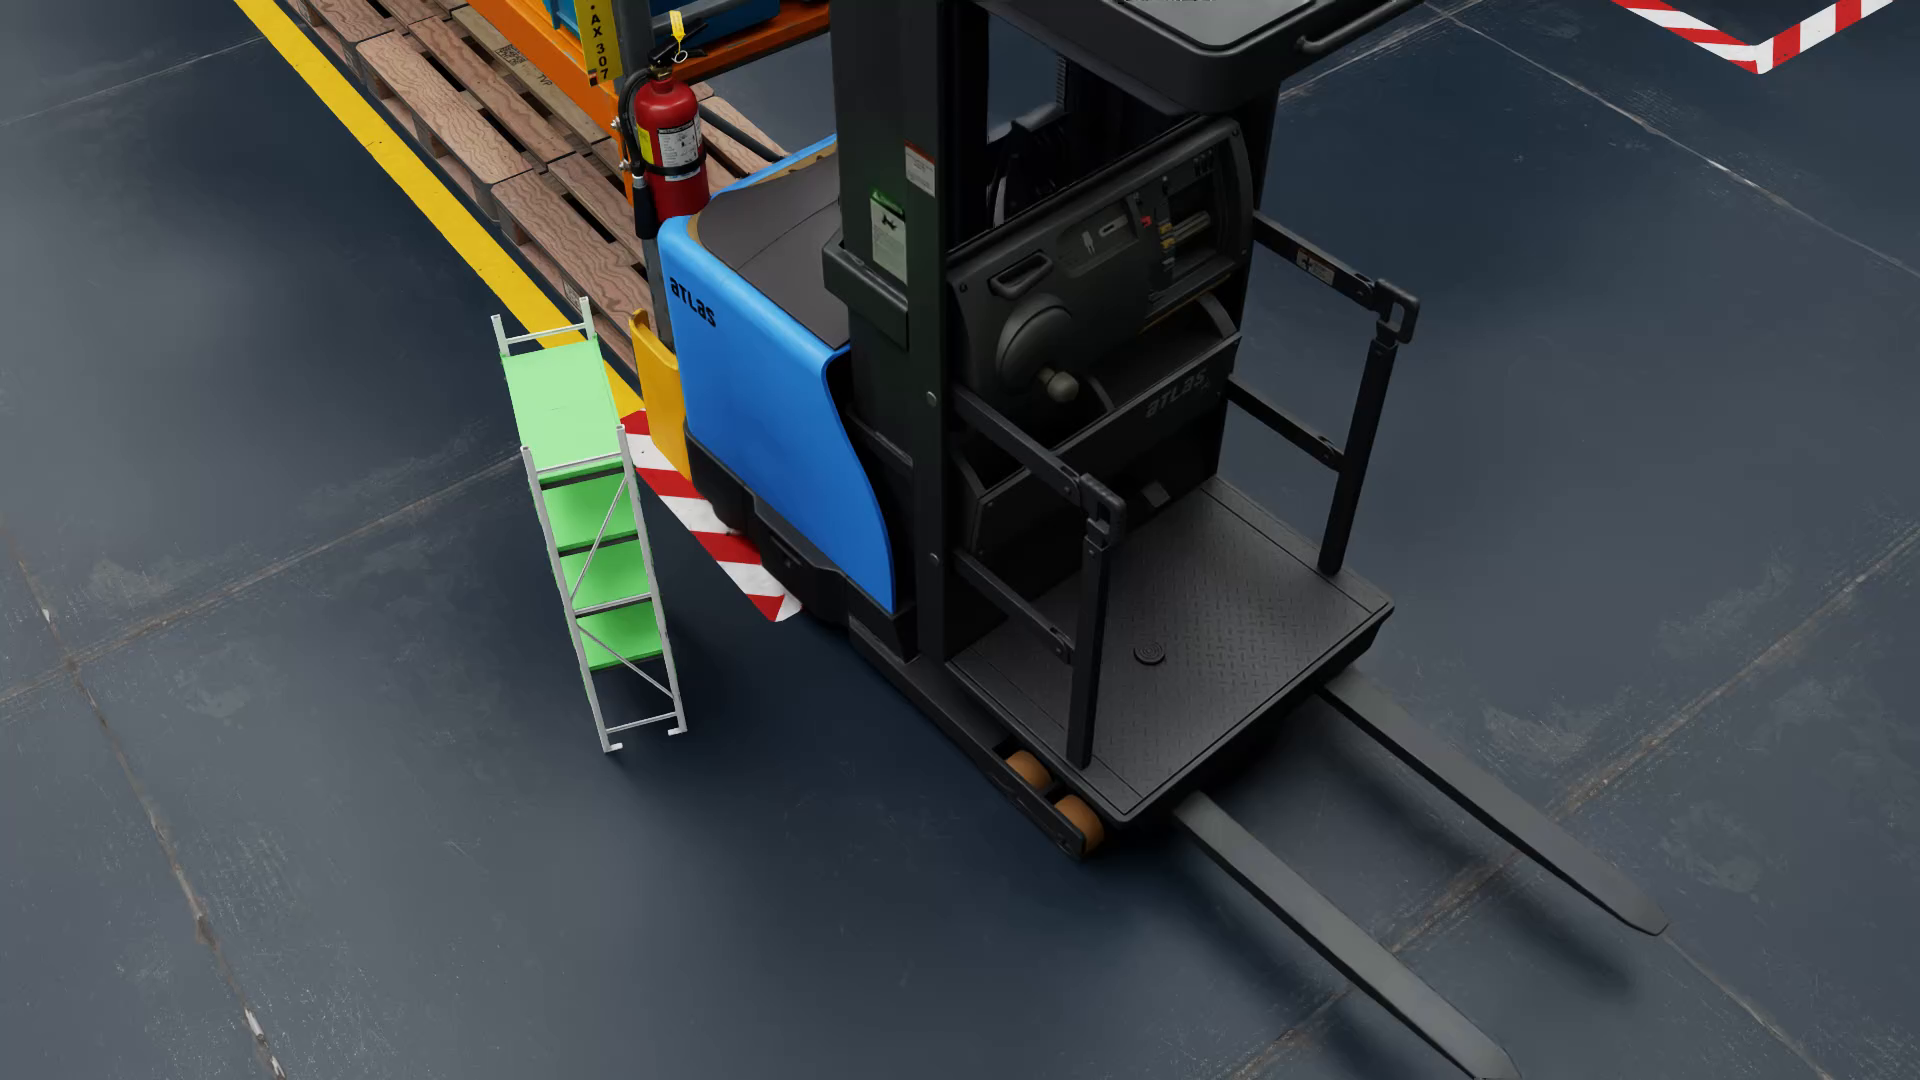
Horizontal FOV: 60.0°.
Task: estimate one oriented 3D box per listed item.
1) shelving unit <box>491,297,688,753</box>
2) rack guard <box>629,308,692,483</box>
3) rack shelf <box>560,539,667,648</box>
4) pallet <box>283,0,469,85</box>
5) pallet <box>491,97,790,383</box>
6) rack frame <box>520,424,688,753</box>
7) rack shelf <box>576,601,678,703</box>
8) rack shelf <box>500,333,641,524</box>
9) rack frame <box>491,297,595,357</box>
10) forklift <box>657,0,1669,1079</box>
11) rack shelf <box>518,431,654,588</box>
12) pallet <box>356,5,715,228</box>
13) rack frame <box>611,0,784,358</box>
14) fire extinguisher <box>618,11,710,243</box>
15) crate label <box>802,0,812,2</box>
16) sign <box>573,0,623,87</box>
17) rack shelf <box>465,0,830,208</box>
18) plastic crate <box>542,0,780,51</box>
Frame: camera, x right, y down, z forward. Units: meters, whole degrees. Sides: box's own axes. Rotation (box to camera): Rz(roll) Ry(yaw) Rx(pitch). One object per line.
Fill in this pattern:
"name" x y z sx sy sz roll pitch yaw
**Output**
"shelving unit" -0.973 -0.005 4.445 0.258 1.200 0.503 -14 49 -12
"rack guard" -0.492 -0.691 5.539 1.175 0.500 0.348 -29 54 -24
"rack shelf" -0.973 0.038 4.492 0.258 0.148 0.480 -14 49 -12
"pallet" -2.463 -2.545 7.415 1.003 0.211 1.213 -29 54 -24
"pallet" -0.986 -1.106 6.111 1.003 0.211 1.213 -29 54 -24
"rack frame" -0.895 0.166 4.290 0.240 1.200 0.015 -14 49 -12
"rack shelf" -0.973 0.199 4.670 0.258 0.148 0.480 -14 49 -12
"rack shelf" -0.972 -0.285 4.137 0.258 0.148 0.480 -14 49 -12
"rack frame" -1.050 -0.177 4.600 0.240 1.200 0.015 -14 49 -12
"forklift" 0.495 -0.567 3.786 1.130 2.935 3.031 -33 56 -27
"rack shelf" -0.973 -0.124 4.315 0.258 0.148 0.480 -14 49 -12
"pallet" -1.720 -1.825 6.762 1.003 0.211 1.213 -29 54 -24
"rack frame" -0.517 -1.539 4.621 1.000 3.000 0.127 -29 54 -24
"fire extinguisher" -0.788 -1.095 4.522 0.296 0.674 0.183 -29 54 -24
"crate label" -0.405 -1.797 4.927 0.416 0.233 0.303 -29 54 -24
"sign" -0.945 -1.338 4.328 0.100 0.325 0.005 -29 54 -24
"rack shelf" -1.728 -2.477 5.957 1.077 0.370 4.000 -29 54 -24
"plastic crate" -0.869 -1.685 4.689 0.616 0.435 0.499 -29 54 -24
